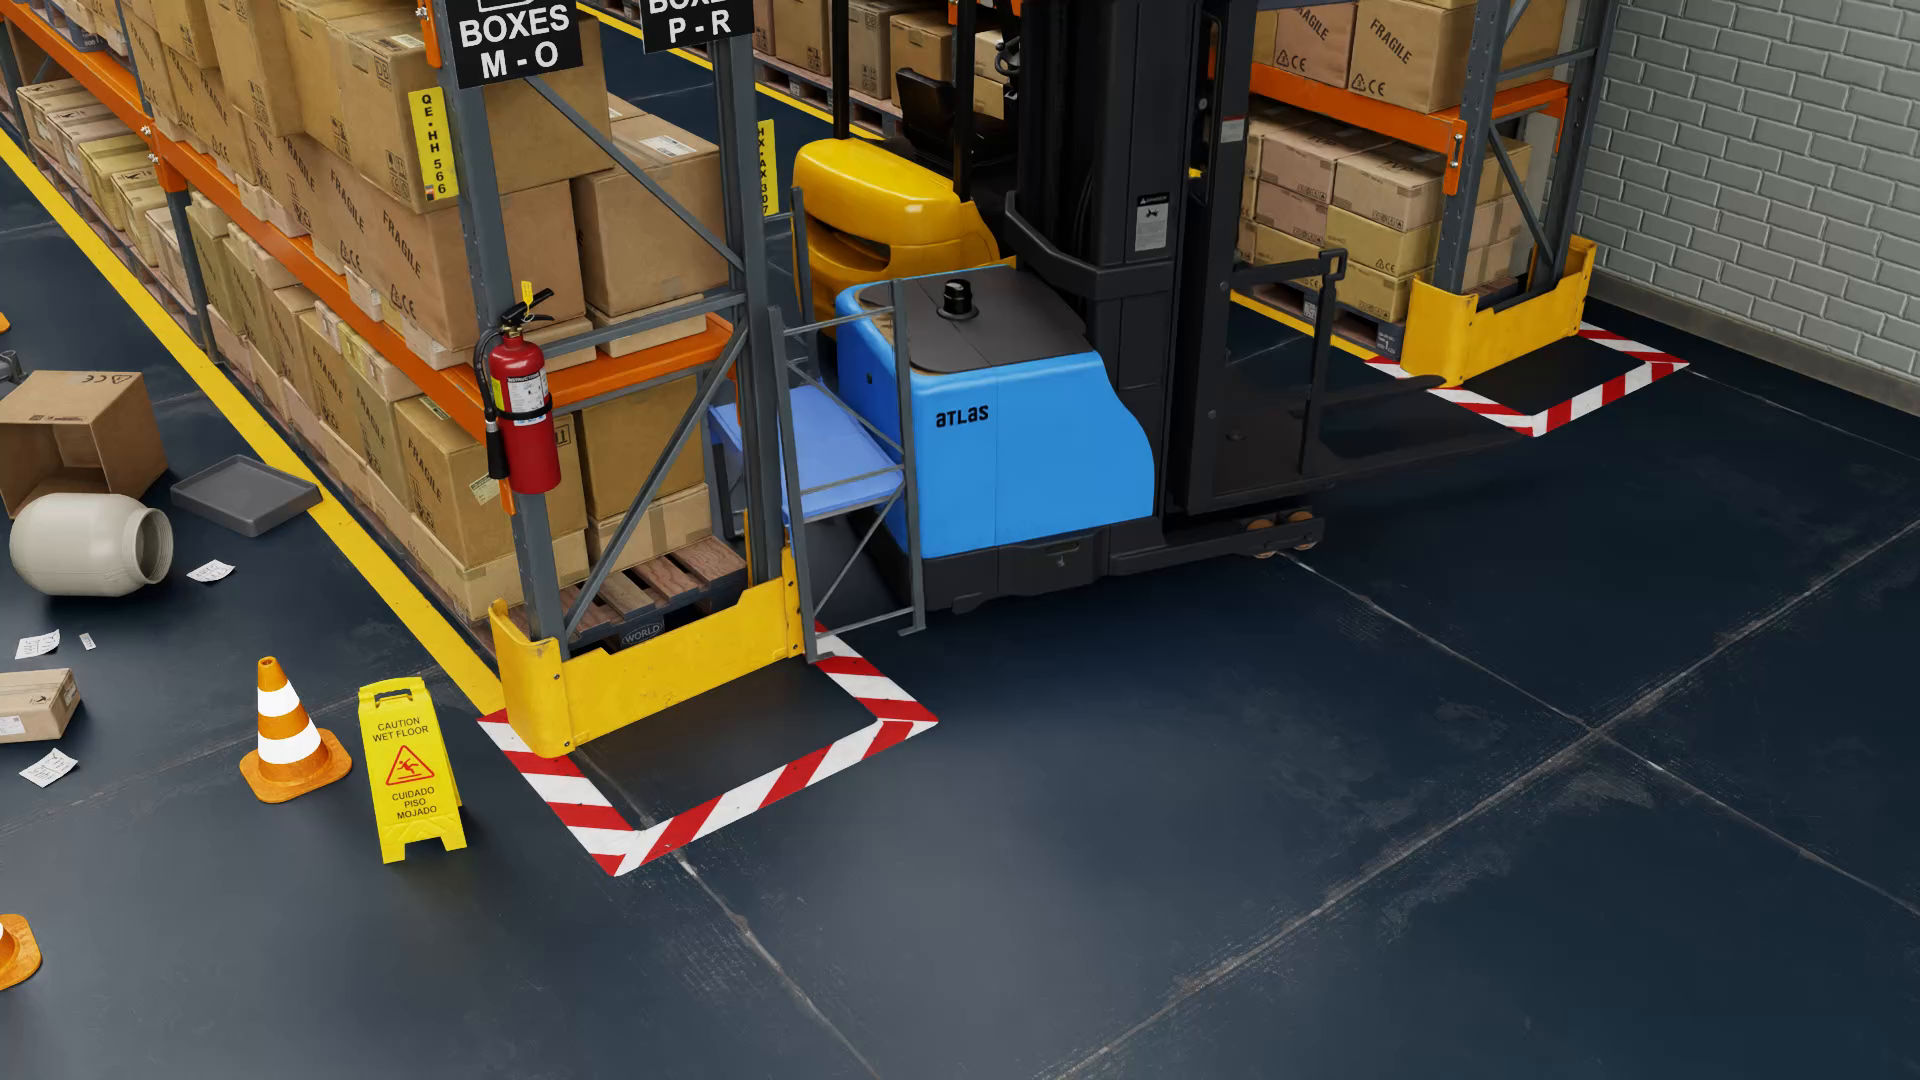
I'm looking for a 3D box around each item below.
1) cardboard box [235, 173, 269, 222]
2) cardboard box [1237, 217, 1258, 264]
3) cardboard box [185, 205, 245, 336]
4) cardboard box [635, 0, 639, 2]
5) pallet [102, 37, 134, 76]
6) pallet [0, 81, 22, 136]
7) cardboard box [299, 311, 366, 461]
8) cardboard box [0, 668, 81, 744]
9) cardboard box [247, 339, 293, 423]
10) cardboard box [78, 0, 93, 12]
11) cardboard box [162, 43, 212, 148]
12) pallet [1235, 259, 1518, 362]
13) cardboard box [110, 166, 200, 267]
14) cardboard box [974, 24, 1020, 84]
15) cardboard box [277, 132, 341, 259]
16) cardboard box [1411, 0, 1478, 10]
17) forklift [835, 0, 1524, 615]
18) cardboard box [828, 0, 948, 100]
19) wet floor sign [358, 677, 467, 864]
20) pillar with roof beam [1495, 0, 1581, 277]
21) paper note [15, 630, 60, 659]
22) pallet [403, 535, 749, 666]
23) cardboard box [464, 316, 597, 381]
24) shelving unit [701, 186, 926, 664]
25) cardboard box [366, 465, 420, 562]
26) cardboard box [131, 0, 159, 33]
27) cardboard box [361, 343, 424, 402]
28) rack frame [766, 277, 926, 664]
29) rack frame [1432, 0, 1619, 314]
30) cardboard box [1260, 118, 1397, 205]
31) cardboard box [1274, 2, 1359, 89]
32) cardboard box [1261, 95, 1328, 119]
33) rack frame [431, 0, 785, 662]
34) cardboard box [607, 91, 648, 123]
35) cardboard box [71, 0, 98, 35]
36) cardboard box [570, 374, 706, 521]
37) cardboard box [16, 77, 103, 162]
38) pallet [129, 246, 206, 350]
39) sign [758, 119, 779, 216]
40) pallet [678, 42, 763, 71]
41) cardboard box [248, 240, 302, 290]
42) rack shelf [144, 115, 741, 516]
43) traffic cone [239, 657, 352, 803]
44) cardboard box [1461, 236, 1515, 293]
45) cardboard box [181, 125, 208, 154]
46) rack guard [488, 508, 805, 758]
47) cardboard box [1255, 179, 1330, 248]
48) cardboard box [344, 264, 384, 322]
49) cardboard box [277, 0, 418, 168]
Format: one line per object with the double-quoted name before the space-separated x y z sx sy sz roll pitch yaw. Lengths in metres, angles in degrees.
"cardboard box" -2.827 -1.492 7.048 0.380 0.149 0.250 -22 38 -31
"cardboard box" 1.693 -1.837 9.572 0.500 0.250 0.500 -22 38 -31
"cardboard box" -3.395 -1.366 8.104 0.500 0.500 0.500 -20 37 -29
"cardboard box" -2.507 -4.868 14.216 0.500 0.500 0.500 -21 38 -30
"pallet" -3.897 -2.655 8.863 1.003 0.211 1.213 -22 38 -31
"pallet" -6.420 -3.206 12.212 1.003 0.211 1.213 -22 38 -31
"cardboard box" -2.415 -0.711 7.049 0.500 0.500 0.500 -23 39 -32
"cardboard box" -3.490 0.615 6.118 0.380 0.149 0.250 -4 32 -7
"cardboard box" -3.059 -0.829 7.949 0.500 0.250 0.500 -20 37 -29
"cardboard box" -4.313 -3.042 8.530 0.500 0.500 0.500 -22 38 -31
"cardboard box" -3.168 -2.064 7.354 0.500 0.500 0.500 -22 38 -32
"pallet" 2.326 -1.432 9.355 1.003 0.211 1.213 -22 38 -31
"cardboard box" -4.311 -1.949 9.637 0.950 0.372 0.625 -20 37 -29
"cardboard box" 0.424 -3.110 10.675 0.500 0.250 0.500 -23 39 -32
"cardboard box" -2.249 -1.429 6.331 0.500 0.500 0.500 -22 38 -32
"cardboard box" 2.394 -2.683 8.017 0.380 0.149 0.250 -22 38 -31
"forklift" 1.039 -1.416 6.752 3.031 2.935 1.130 -11 33 -17
"cardboard box" -0.424 -3.687 12.196 0.875 0.625 0.625 -23 38 -32
"wet floor sign" -1.819 0.722 5.476 0.267 0.644 0.232 -10 33 -15
"pillar with roof beam" -0.288 -4.048 5.239 9.100 9.000 0.400 -22 38 -31
"paper note" -3.645 0.410 6.571 0.148 0.019 0.142 -10 33 -15
"pallet" -1.608 0.100 6.890 1.003 0.211 1.213 -22 38 -31
"cardboard box" -1.489 -0.683 5.745 0.380 0.149 0.250 -21 37 -30
"shelving unit" -0.612 -0.462 6.526 0.538 1.500 1.048 -16 35 -20
"cardboard box" -2.110 -0.182 6.908 0.500 0.250 0.500 -22 38 -31
"cardboard box" -3.149 -2.491 7.093 0.700 0.500 0.500 -22 38 -31
"cardboard box" -2.066 -0.689 6.398 0.380 0.149 0.250 -21 38 -30
"rack frame" -0.398 -0.219 6.134 0.500 1.500 0.032 -16 35 -20
"rack frame" 2.828 -2.311 8.128 1.000 3.000 0.127 -22 38 -31
"cardboard box" 1.981 -2.048 8.965 0.500 0.250 0.500 -22 38 -31
"cardboard box" 2.008 -2.693 8.648 0.500 0.500 0.500 -21 38 -30
"cardboard box" 2.075 -2.426 9.574 0.500 0.250 0.500 -23 38 -32
"rack frame" -1.091 -0.703 5.539 1.000 3.000 0.127 -22 38 -31
"cardboard box" -1.482 -1.374 6.243 0.500 0.500 0.500 -21 38 -30
"cardboard box" -4.411 -2.779 8.721 0.380 0.149 0.250 -23 39 -32
"cardboard box" -1.382 -0.468 6.657 0.500 0.500 0.500 -24 39 -33
"cardboard box" -5.658 -2.861 11.106 0.950 0.372 0.625 -25 40 -34
"pallet" -4.022 -1.510 9.481 1.003 0.211 1.213 -22 38 -31
"sign" -0.662 -1.247 5.594 0.100 0.325 0.005 -22 38 -31
"pallet" -1.604 -4.105 13.659 1.003 0.211 1.213 -22 38 -31
"cardboard box" -2.882 -1.245 7.294 0.380 0.149 0.250 -20 37 -29
"rack shelf" -2.317 -1.231 7.071 1.077 0.370 4.000 -22 38 -31
"traffic cone" -2.373 0.612 5.825 0.336 0.463 0.334 -22 38 -31
"cardboard box" 2.681 -1.589 9.174 0.500 0.250 0.500 -22 38 -31
"cardboard box" -3.408 -1.940 7.769 0.380 0.149 0.250 -21 38 -30
"rack guard" -1.137 0.327 6.250 1.175 0.500 0.348 -22 38 -31
"cardboard box" 1.984 -1.848 9.116 0.500 0.250 0.500 -23 38 -32
"cardboard box" -2.054 -0.964 6.198 0.380 0.149 0.250 -22 38 -31
"cardboard box" -1.881 -1.653 5.743 0.700 0.500 0.500 -22 38 -31
